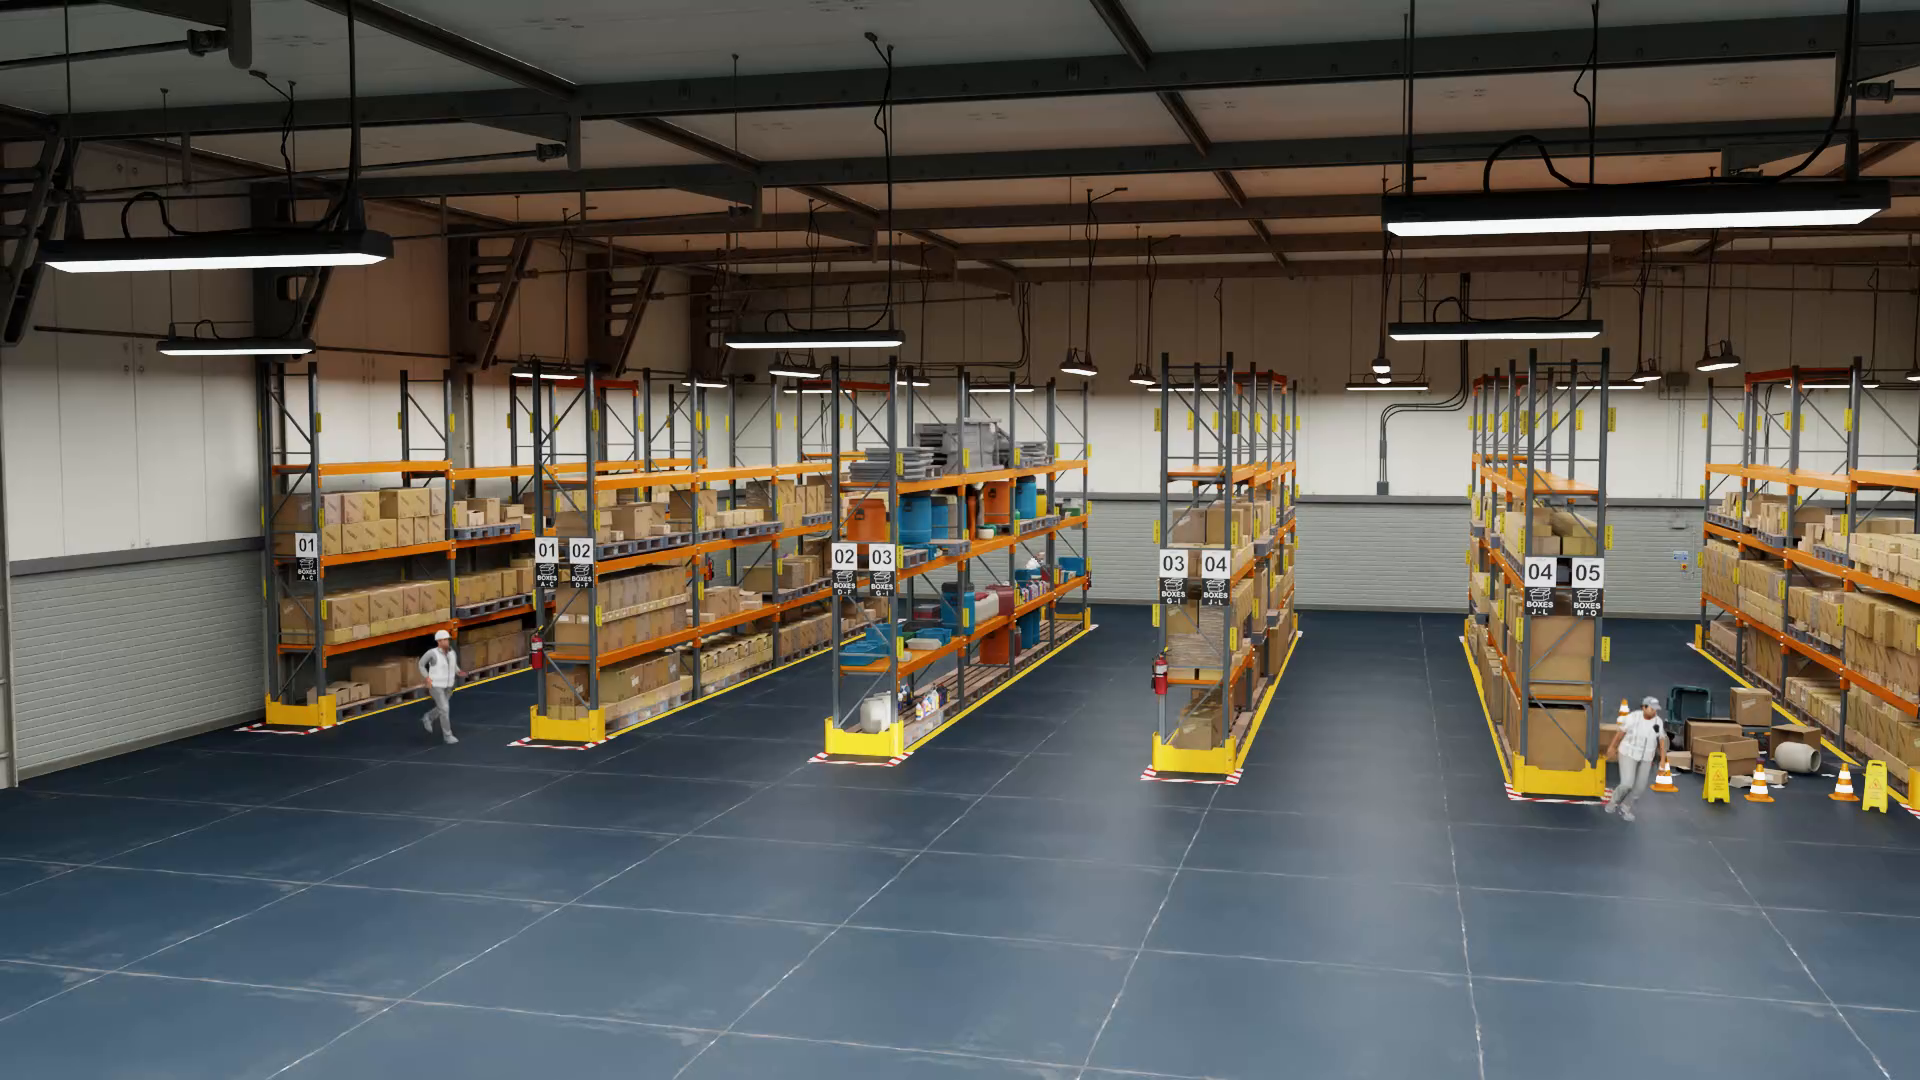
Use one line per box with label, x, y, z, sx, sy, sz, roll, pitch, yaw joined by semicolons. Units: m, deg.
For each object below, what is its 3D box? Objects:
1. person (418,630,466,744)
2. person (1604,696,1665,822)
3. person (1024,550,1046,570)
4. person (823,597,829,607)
person;-8.218;2.284;26.189;0.939;1.764;0.641;3;5;32
person;8.481;2.741;20.836;0.639;1.619;0.622;0;4;-5
person;1.975;1.113;43.450;0.680;1.713;0.751;-3;5;-38
person;-3.884;0.993;45.306;1.041;1.712;0.736;2;5;29
